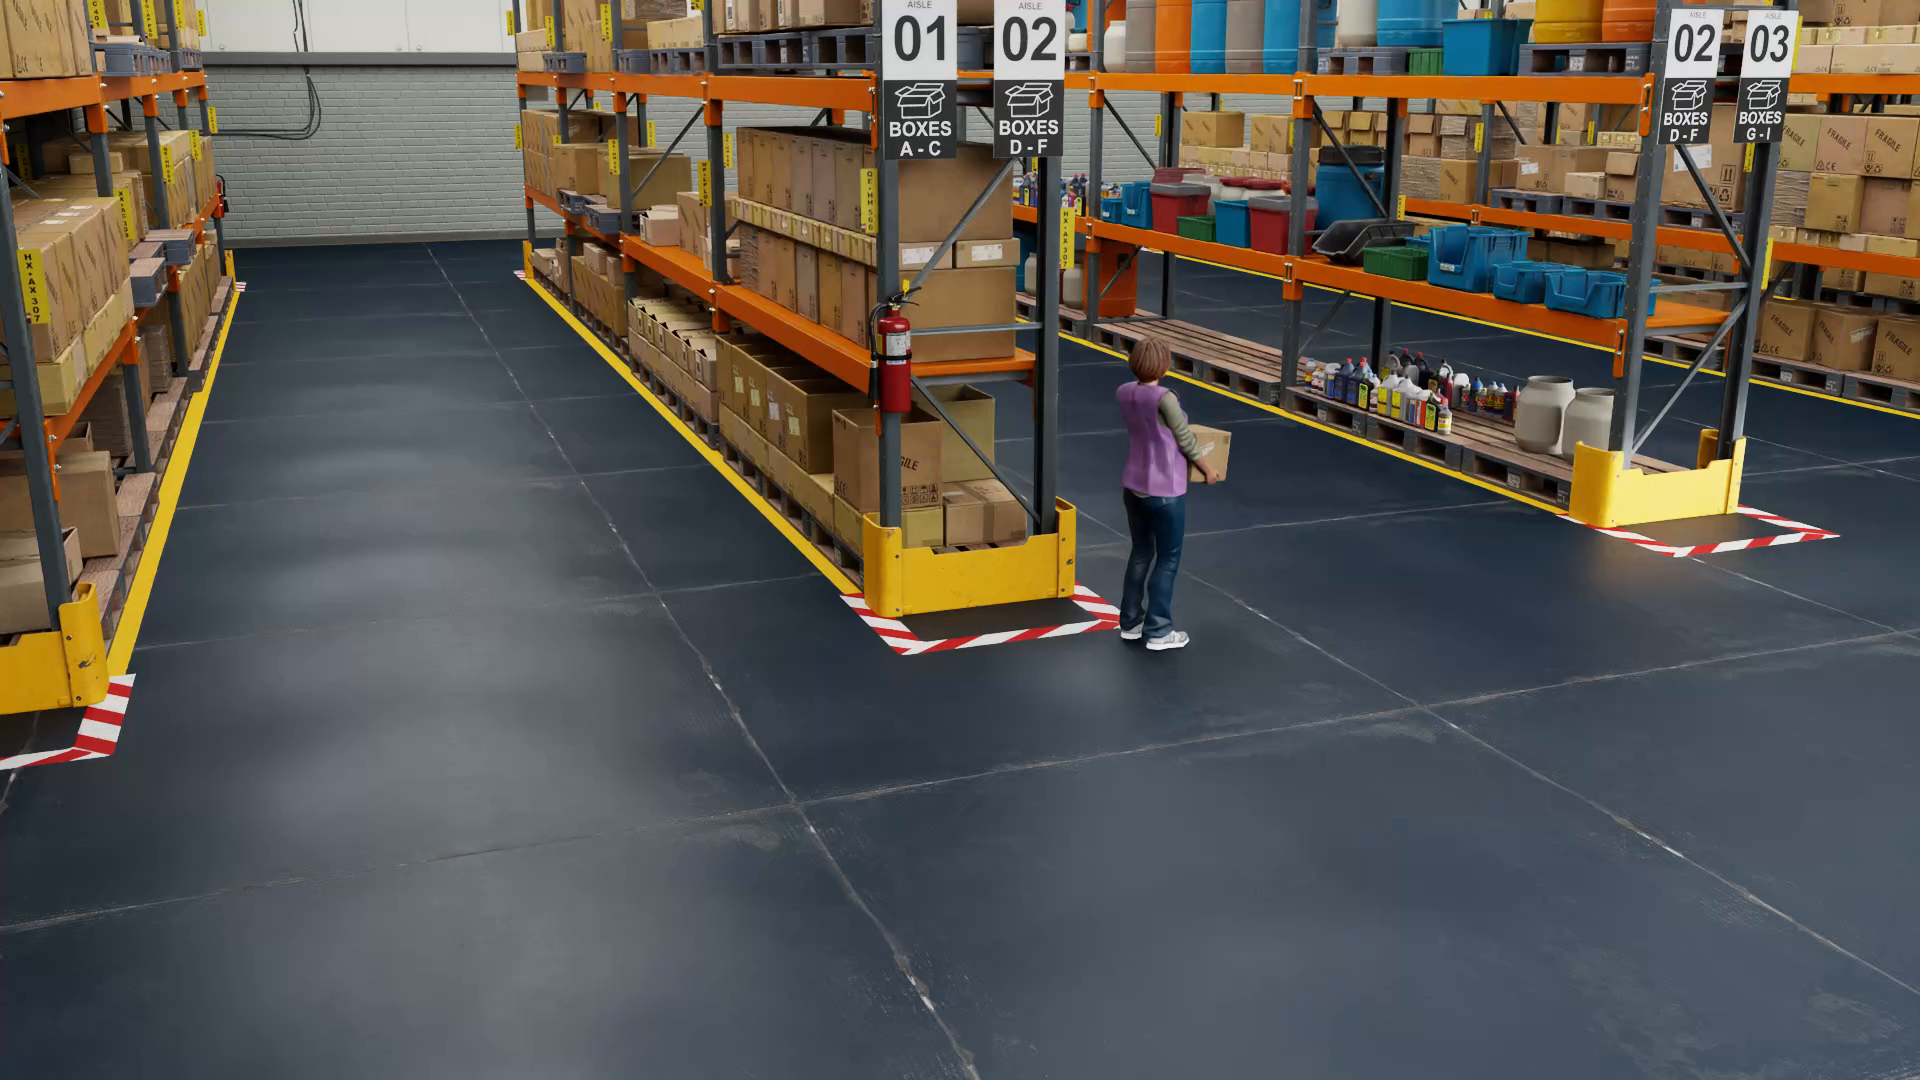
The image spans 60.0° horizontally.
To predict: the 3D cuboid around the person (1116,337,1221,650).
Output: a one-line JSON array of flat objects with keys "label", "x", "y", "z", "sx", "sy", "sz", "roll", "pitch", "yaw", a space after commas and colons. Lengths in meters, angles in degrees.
[{"label": "person", "x": 1.049, "y": -0.249, "z": 8.435, "sx": 0.489, "sy": 1.593, "sz": 0.405, "roll": -12, "pitch": 20, "yaw": -35}]
